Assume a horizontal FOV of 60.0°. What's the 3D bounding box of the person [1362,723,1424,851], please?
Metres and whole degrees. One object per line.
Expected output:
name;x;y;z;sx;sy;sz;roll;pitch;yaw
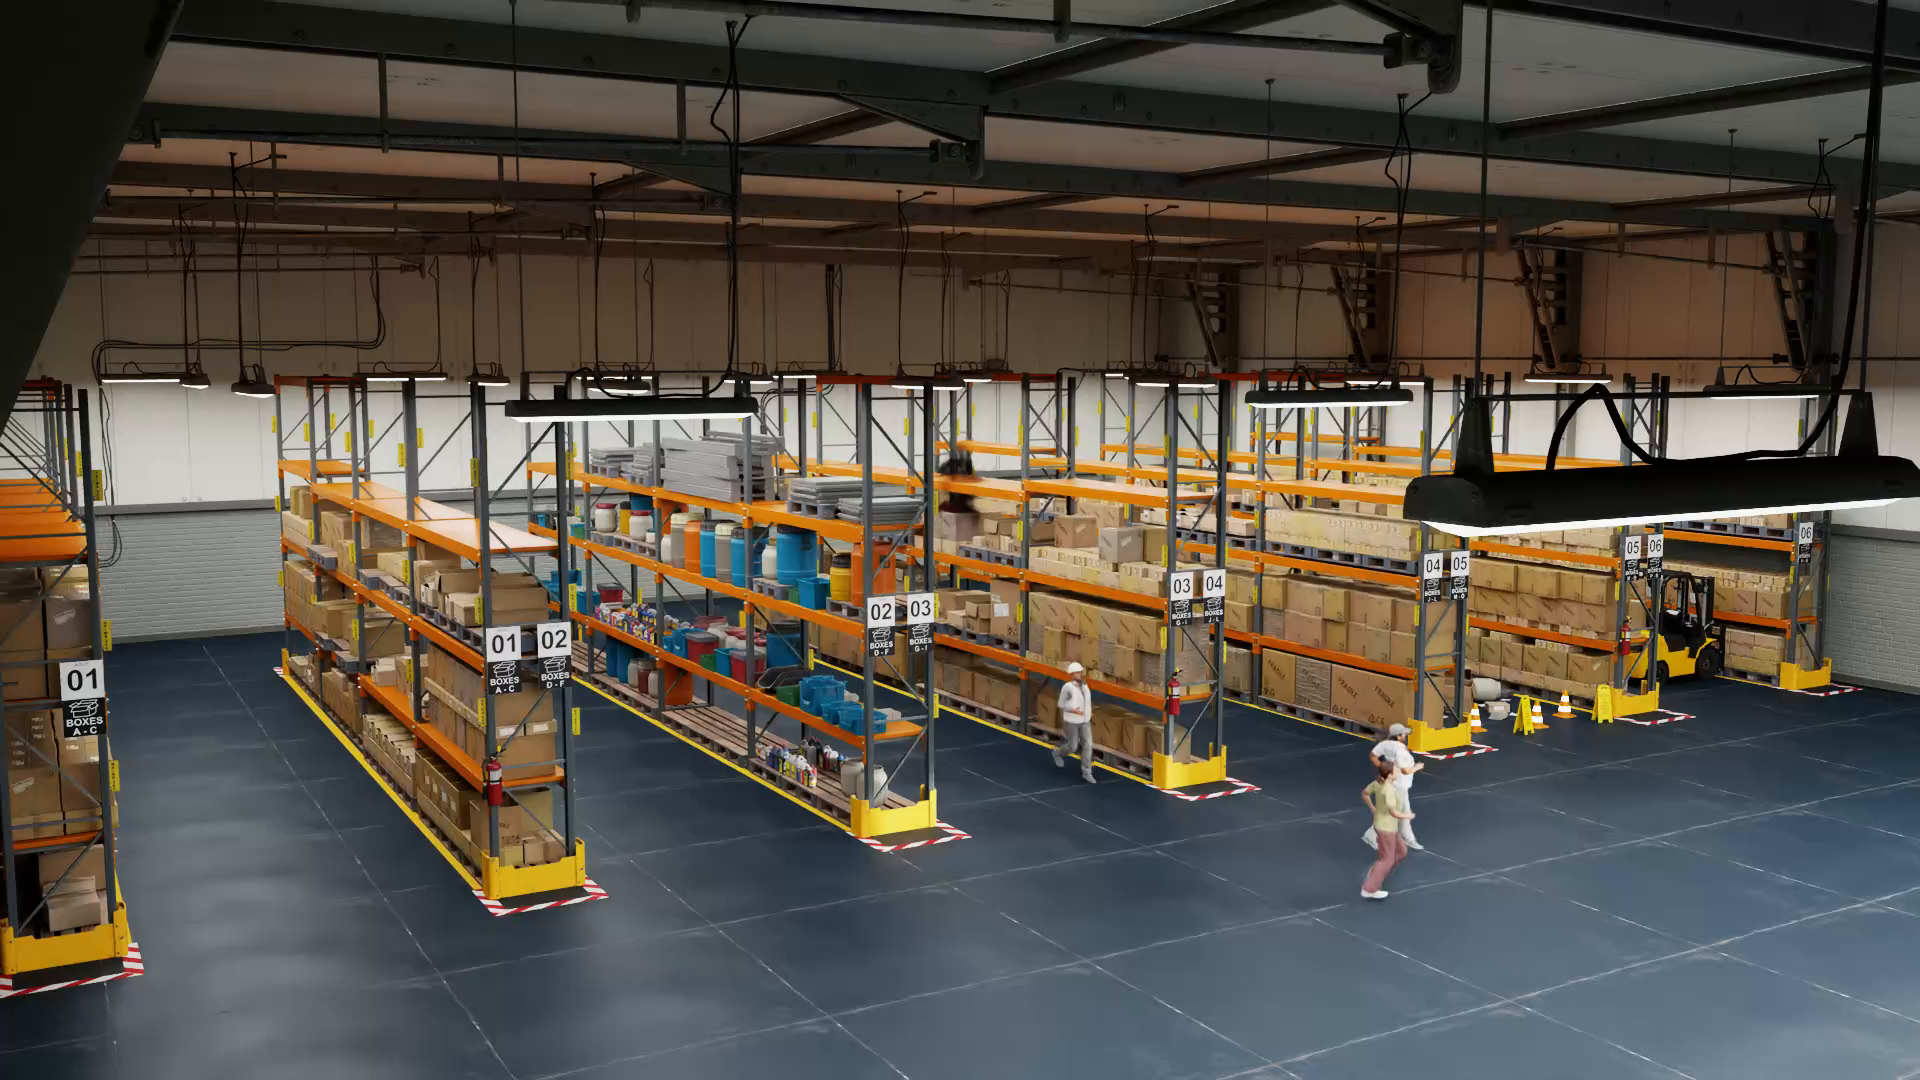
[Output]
person;5.552;3.171;21.224;0.886;1.689;0.602;-1;6;-7

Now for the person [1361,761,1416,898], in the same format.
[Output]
person;5.006;3.417;19.456;0.604;1.567;0.596;0;6;-1

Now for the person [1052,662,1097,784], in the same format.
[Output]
person;1.744;2.721;25.050;0.661;1.777;0.922;-4;8;-34
